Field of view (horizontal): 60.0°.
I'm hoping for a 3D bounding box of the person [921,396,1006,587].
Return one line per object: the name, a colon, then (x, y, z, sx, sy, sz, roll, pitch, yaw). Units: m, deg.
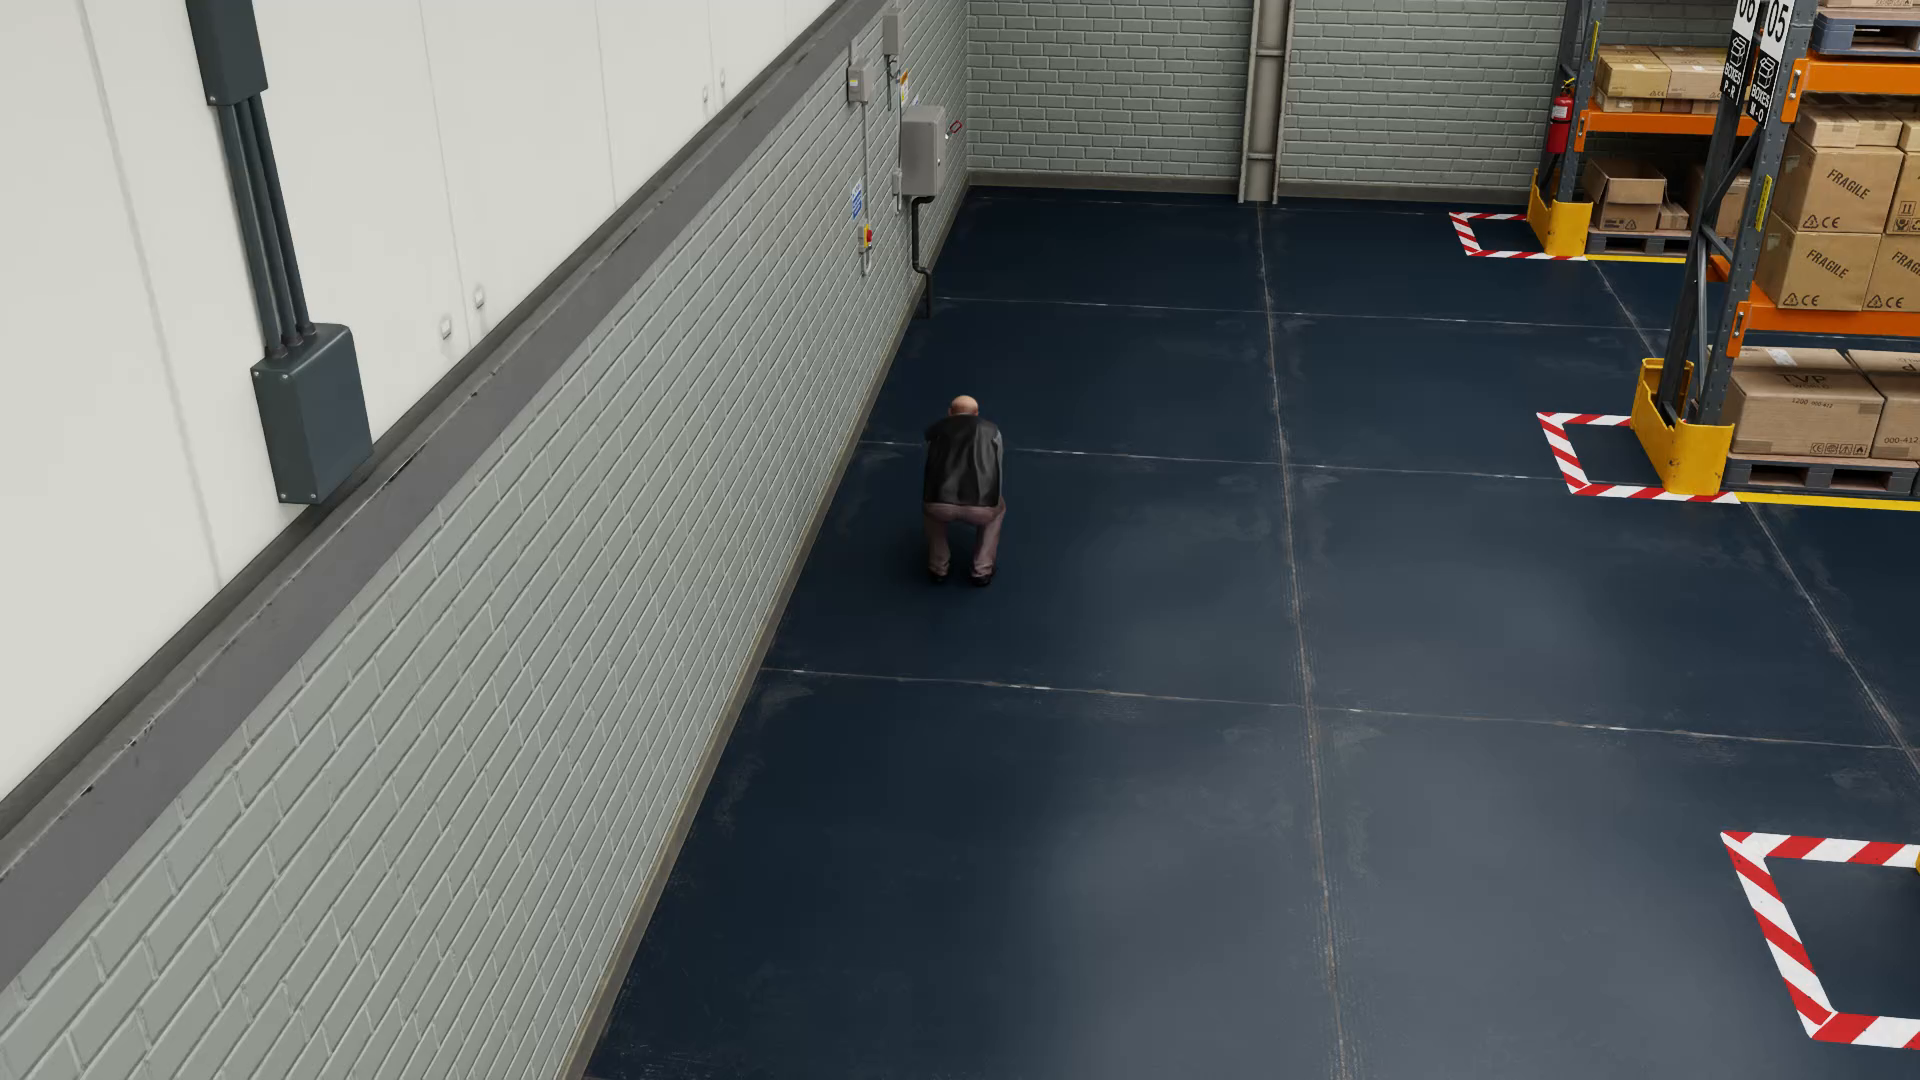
person: (0.017, -0.275, 9.981, 0.516, 0.953, 0.915, 2, 28, 5)
